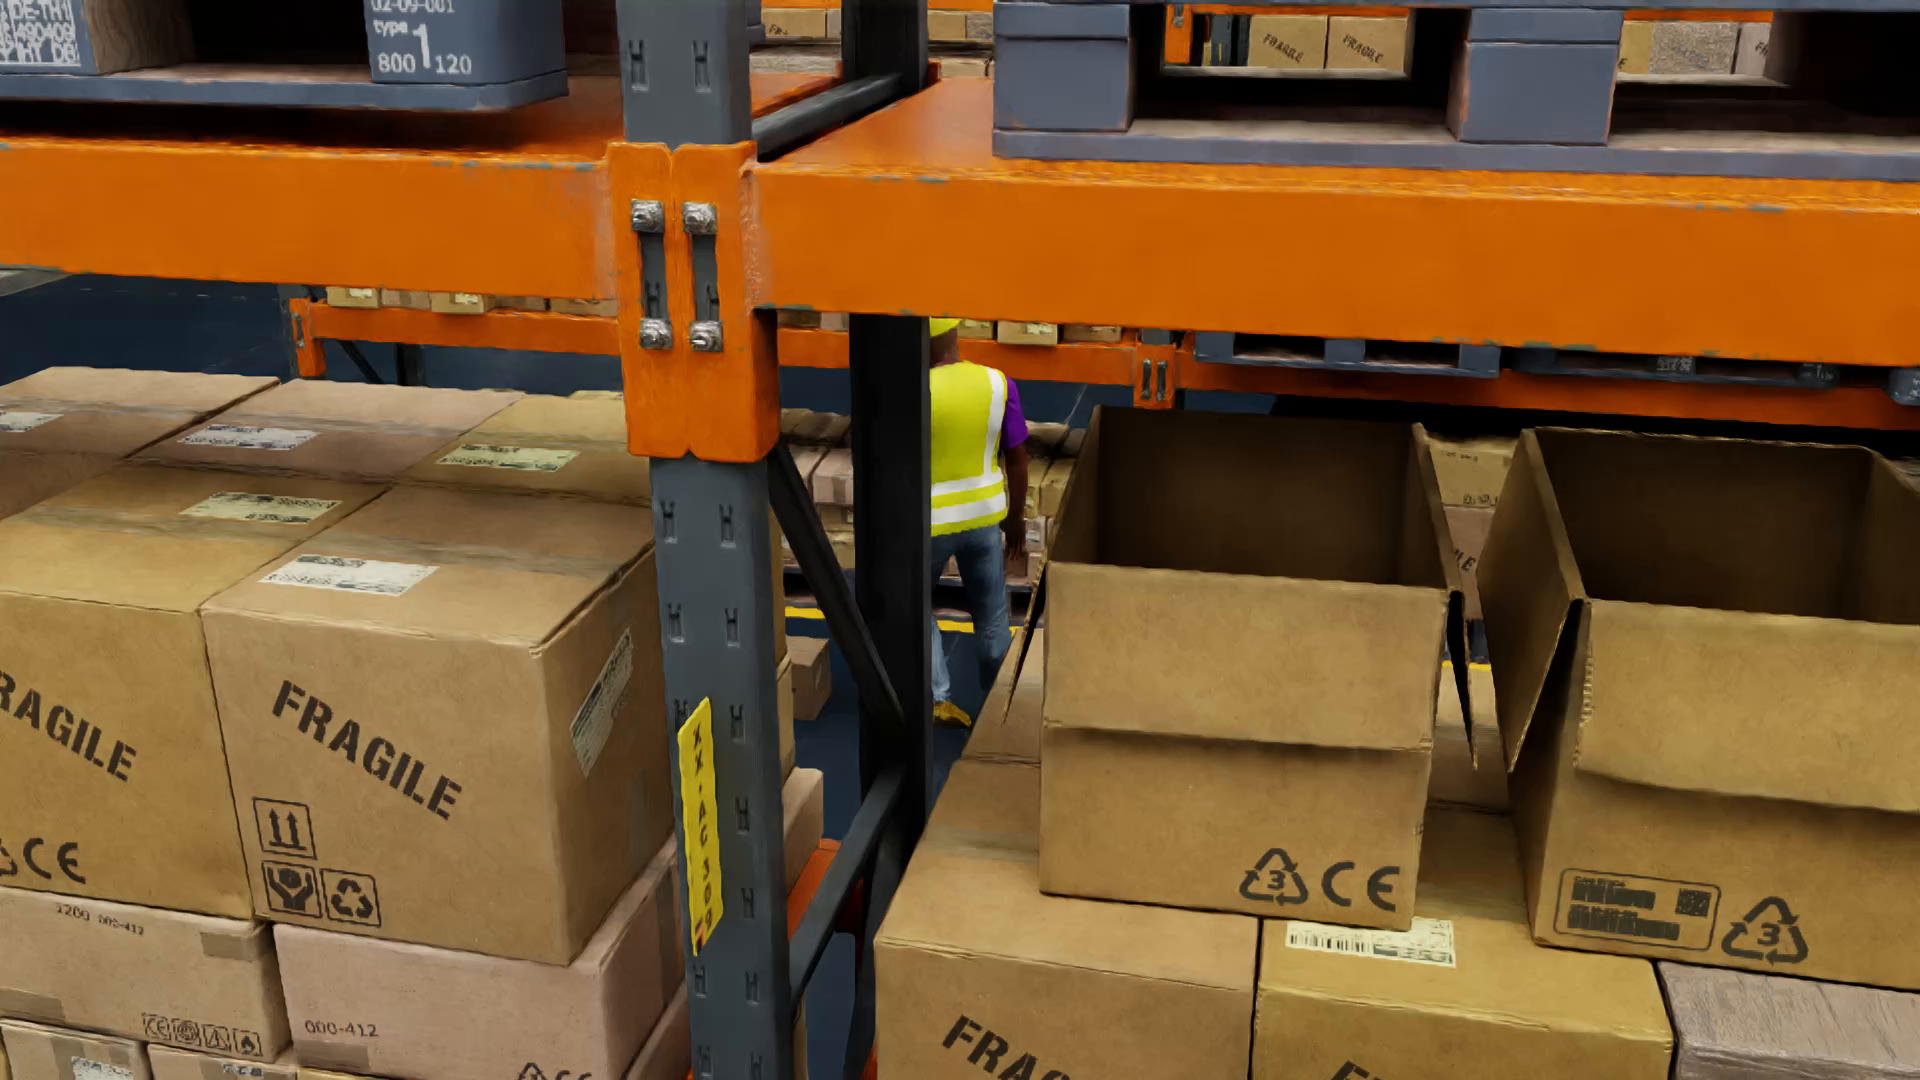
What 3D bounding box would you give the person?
[{"bbox_3d":[-0.032,-0.056,6.179,0.635,1.757,0.520,-6,22,-15],"label":"person"}]
